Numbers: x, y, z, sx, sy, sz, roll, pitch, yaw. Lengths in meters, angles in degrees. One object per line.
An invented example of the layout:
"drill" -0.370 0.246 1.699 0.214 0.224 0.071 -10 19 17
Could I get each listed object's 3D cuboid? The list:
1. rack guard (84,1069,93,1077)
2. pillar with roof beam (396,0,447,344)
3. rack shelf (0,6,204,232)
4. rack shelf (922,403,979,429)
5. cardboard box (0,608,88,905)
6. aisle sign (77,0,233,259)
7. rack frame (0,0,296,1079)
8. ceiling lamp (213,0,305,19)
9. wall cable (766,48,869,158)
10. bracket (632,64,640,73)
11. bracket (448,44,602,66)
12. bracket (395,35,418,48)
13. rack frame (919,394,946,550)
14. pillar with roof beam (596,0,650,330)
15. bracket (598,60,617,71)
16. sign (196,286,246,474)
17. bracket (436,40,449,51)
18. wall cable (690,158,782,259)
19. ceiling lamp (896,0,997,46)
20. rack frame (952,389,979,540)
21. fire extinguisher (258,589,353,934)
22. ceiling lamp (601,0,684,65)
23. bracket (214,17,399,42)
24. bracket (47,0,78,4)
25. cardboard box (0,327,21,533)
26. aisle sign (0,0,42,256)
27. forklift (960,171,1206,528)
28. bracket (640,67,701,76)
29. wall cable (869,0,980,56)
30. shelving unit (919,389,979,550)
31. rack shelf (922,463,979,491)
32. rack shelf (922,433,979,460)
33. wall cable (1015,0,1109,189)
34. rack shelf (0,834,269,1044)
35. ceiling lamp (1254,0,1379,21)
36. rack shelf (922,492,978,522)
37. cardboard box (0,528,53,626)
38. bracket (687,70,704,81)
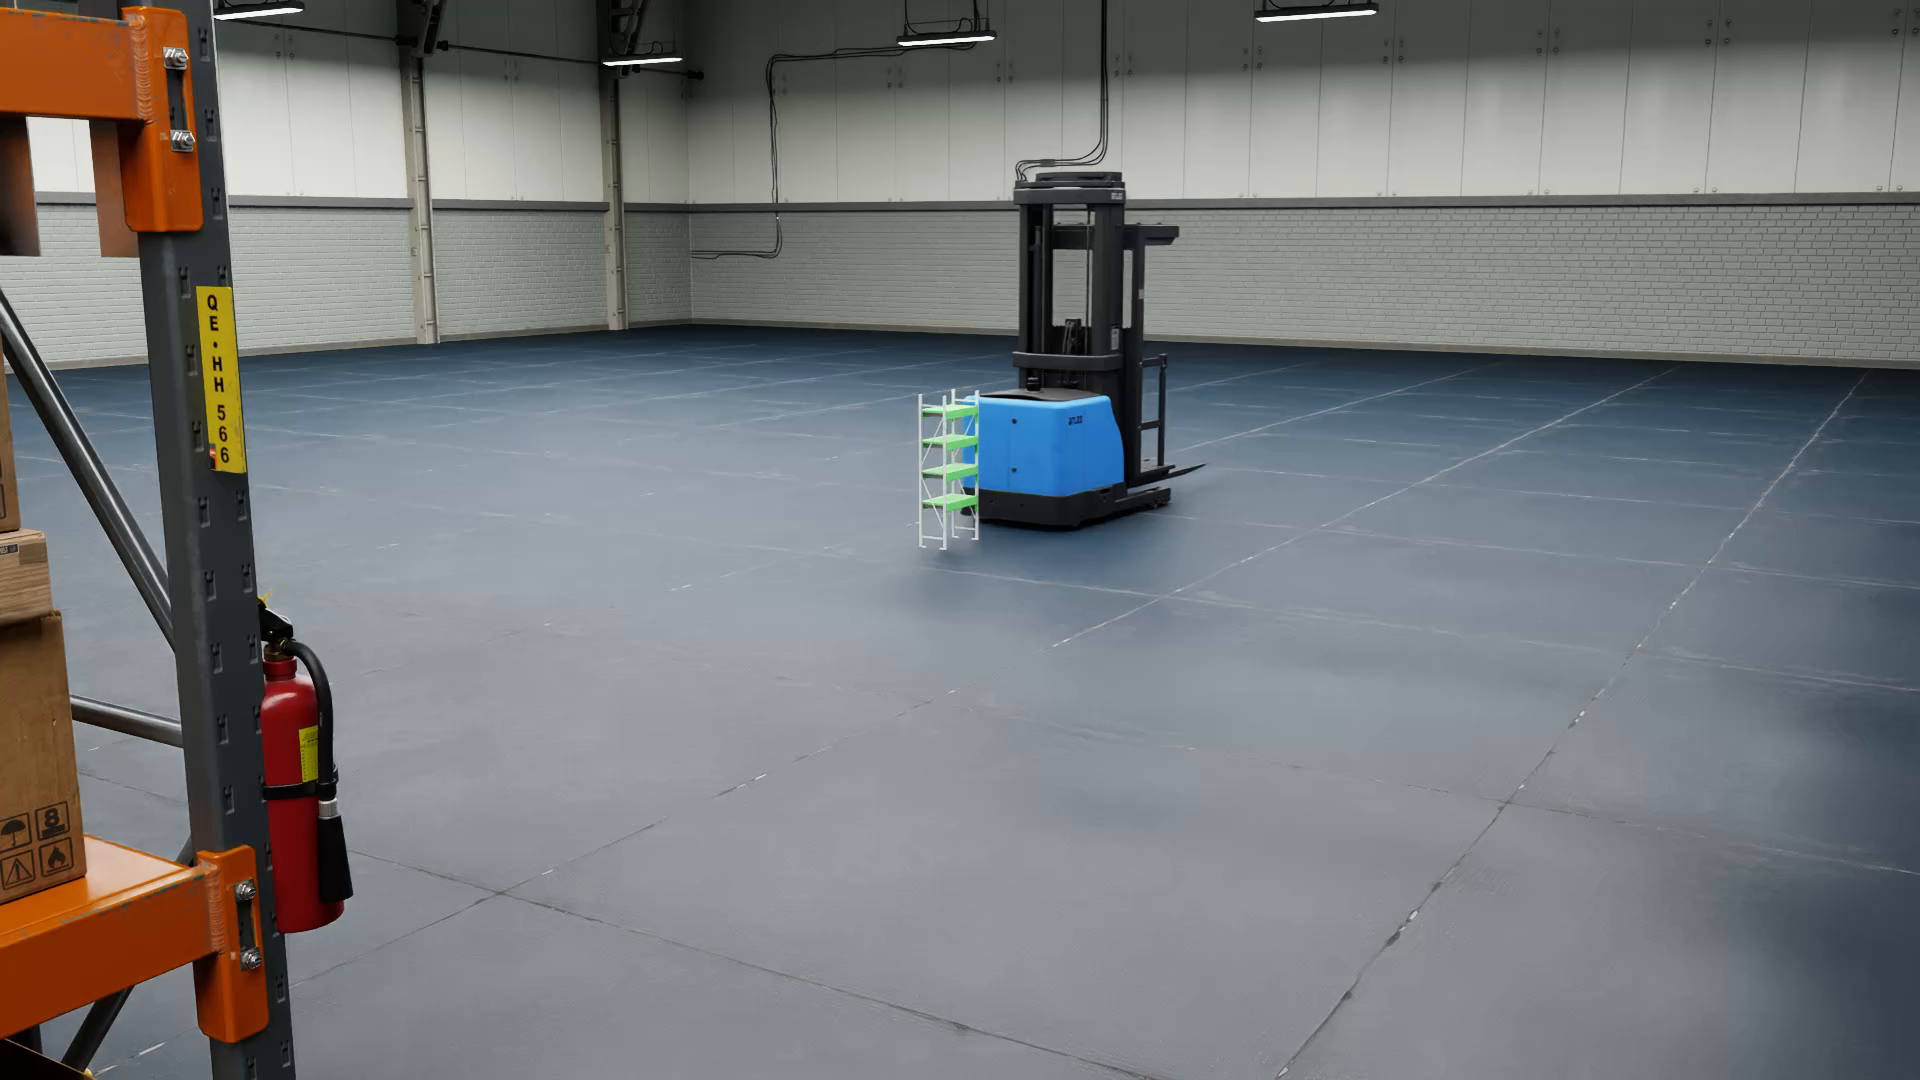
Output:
"rack guard" -1.749 1.575 3.600 1.175 0.500 0.348 6 12 31
"pillar with roof beam" -7.932 -8.306 33.283 9.100 9.000 0.548 6 12 31
"rack shelf" -2.800 -0.457 1.460 1.077 0.370 4.000 6 12 31
"rack shelf" -0.086 -0.973 13.043 0.258 0.148 0.480 6 12 31
"cardboard box" -2.015 0.373 2.955 0.700 0.500 0.500 6 12 31
"aisle sign" -1.476 -0.910 3.016 0.394 0.787 0.004 6 12 31
"rack frame" -1.759 0.350 3.348 0.949 2.616 0.053 6 12 31
"ceiling lamp" -11.173 -10.036 26.660 2.000 3.185 0.800 6 12 31
"wall cable" -3.525 -10.696 40.761 3.097 2.526 0.112 6 12 31
"bracket" -7.978 -11.462 40.356 0.235 0.232 0.430 6 12 31
"bracket" -9.746 -10.926 37.495 0.076 0.066 4.783 6 12 31
"bracket" -11.524 -10.388 34.619 0.235 0.232 0.430 6 12 31
"rack frame" -0.213 -0.525 12.914 0.240 1.200 0.015 6 12 31
"pillar with roof beam" -4.817 -9.250 38.323 9.100 9.000 0.548 6 12 31
"bracket" -8.409 -11.331 39.659 0.235 0.232 0.430 6 12 31
"sign" -1.305 -0.282 2.933 0.100 0.325 0.005 6 12 31
"bracket" -11.093 -10.518 35.316 0.235 0.232 0.430 6 12 31
"wall cable" -5.837 -8.472 42.606 3.097 2.526 0.112 6 12 31
"ceiling lamp" -0.128 -10.763 30.542 2.000 3.185 0.800 6 12 31
"rack frame" 0.041 -0.602 13.324 0.240 1.200 0.015 6 12 31
"fire extinguisher" -1.303 0.413 3.219 0.296 0.674 0.183 6 12 31
"ceiling lamp" -6.444 -11.469 34.313 2.000 3.185 0.800 6 12 31
"bracket" -12.861 -9.983 32.454 0.076 0.066 4.783 6 12 31
"bracket" -15.977 -9.039 27.414 0.076 0.066 4.783 6 12 31
"cardboard box" -2.042 -0.257 2.791 0.700 0.500 0.500 6 12 31
"aisle sign" -1.989 -0.968 3.322 0.394 0.787 0.004 6 12 31
"forklift" 1.249 -1.764 14.826 1.130 2.935 3.031 7 13 34
"bracket" -7.054 -11.742 41.851 0.076 0.066 3.189 6 12 31
"wall cable" -0.880 -12.636 38.763 3.097 2.526 0.112 6 12 31
"shelving unit" -0.086 -0.564 13.119 0.258 1.200 0.503 6 12 31
"rack shelf" -0.086 -0.501 13.131 0.258 0.148 0.480 6 12 31
"rack shelf" -0.086 -0.737 13.087 0.258 0.148 0.480 6 12 31
"wall cable" 2.268 -10.760 37.149 2.305 6.003 0.169 6 12 31
"rack shelf" -2.800 1.018 1.736 1.077 0.370 4.000 6 12 31
"ceiling lamp" 5.906 -10.088 26.939 2.000 3.185 0.800 6 12 31
"rack shelf" -0.086 -0.265 13.175 0.258 0.148 0.480 6 12 31
"cardboard box" -1.797 0.060 2.862 0.380 0.149 0.250 6 12 30
"bracket" -6.747 -11.835 42.347 0.235 0.232 0.430 6 12 31
